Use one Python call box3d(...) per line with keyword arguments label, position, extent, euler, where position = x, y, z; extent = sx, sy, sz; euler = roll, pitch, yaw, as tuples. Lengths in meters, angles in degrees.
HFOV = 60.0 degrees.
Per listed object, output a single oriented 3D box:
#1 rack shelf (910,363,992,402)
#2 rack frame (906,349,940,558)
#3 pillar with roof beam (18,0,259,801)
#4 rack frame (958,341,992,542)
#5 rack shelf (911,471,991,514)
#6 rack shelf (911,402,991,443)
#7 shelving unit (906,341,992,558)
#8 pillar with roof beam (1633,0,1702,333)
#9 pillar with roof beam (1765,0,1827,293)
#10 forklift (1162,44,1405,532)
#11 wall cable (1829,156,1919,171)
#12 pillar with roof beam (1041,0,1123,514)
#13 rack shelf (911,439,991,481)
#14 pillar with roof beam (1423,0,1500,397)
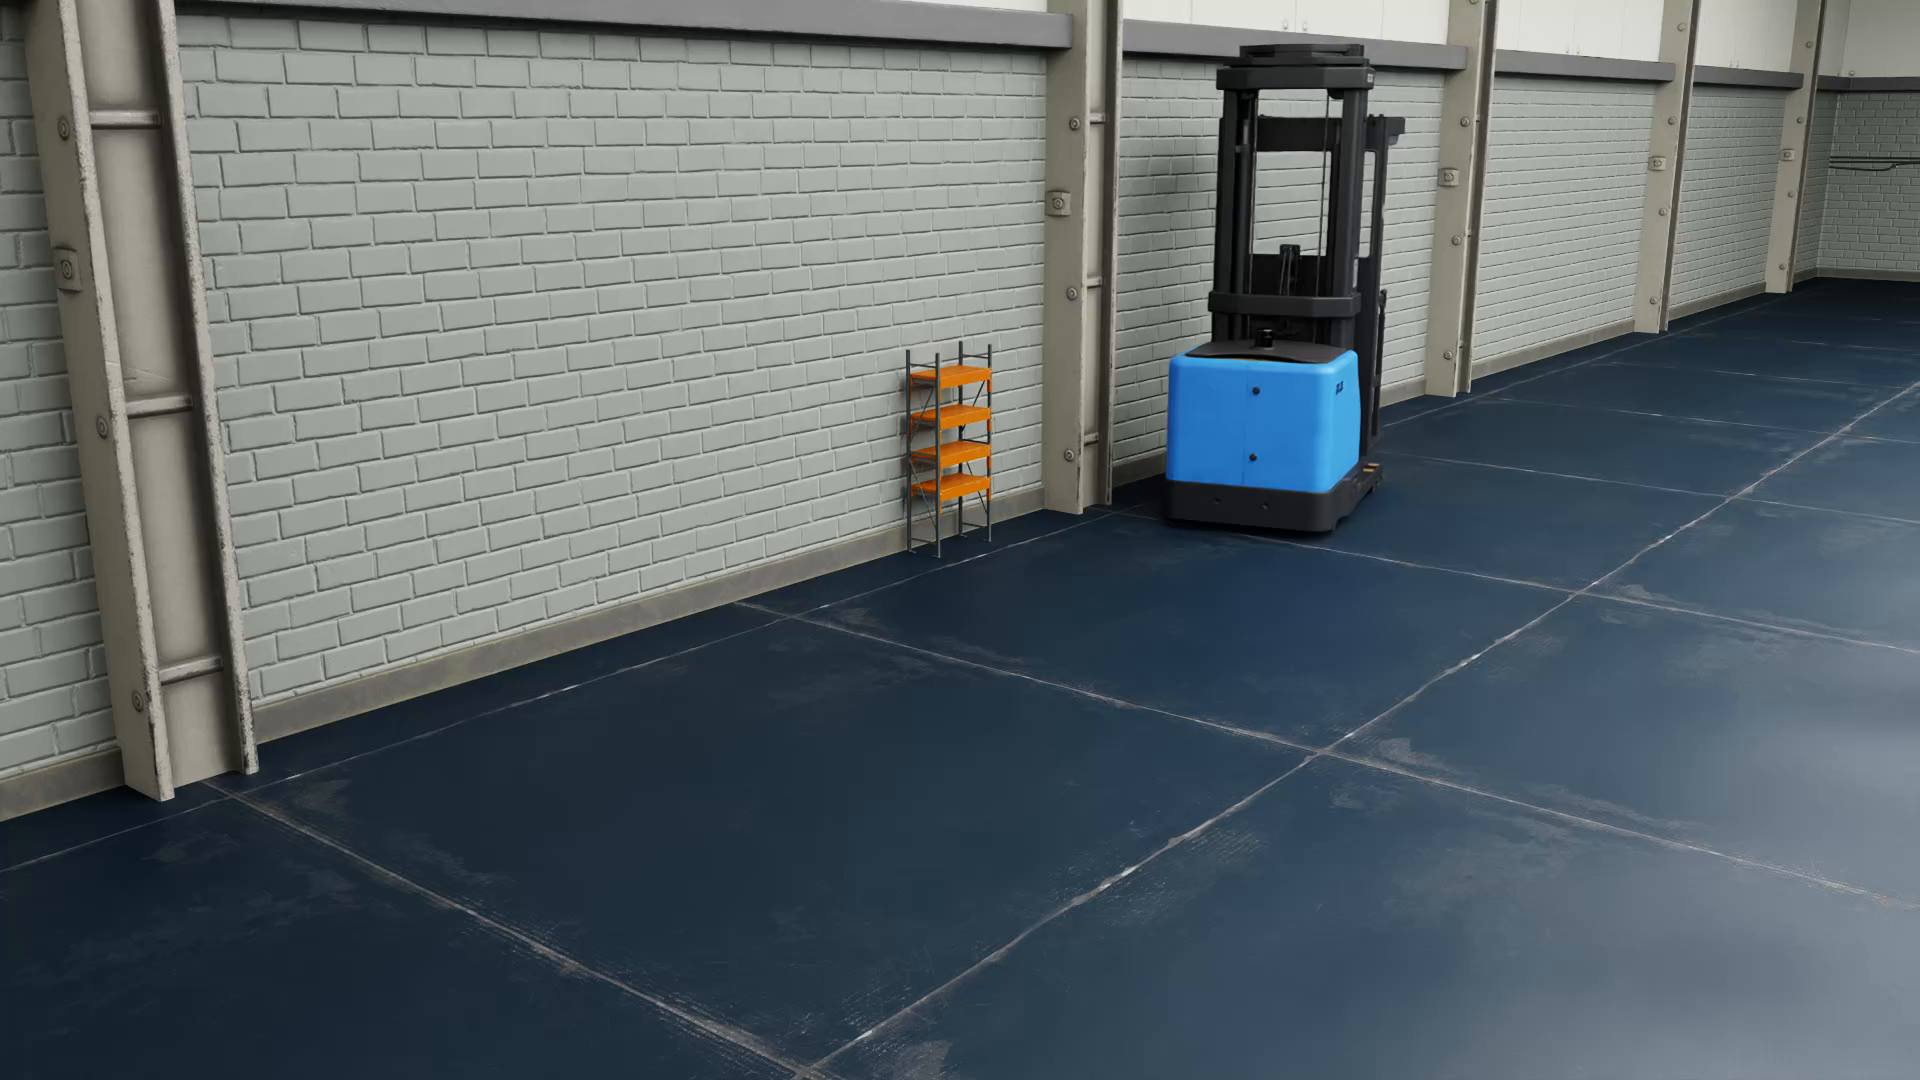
box3d(label="rack shelf", position=(-0.062, -0.923, 9.722), extent=(0.258, 0.148, 0.480), euler=(11, 18, 37))
box3d(label="rack frame", position=(-0.214, -0.495, 9.634), extent=(0.240, 1.200, 0.015), euler=(11, 18, 37))
box3d(label="pillar with roof beam", position=(0.348, -2.773, 2.761), extent=(9.100, 9.000, 0.400), euler=(11, 18, 38))
box3d(label="rack frame", position=(0.089, -0.589, 10.004), extent=(0.240, 1.200, 0.015), euler=(11, 18, 37))
box3d(label="rack shelf", position=(-0.062, -0.285, 9.885), extent=(0.258, 0.148, 0.480), euler=(11, 18, 37))
box3d(label="rack shelf", position=(-0.062, -0.694, 9.781), extent=(0.258, 0.148, 0.480), euler=(11, 18, 37))
box3d(label="shelving unit", position=(-0.062, -0.542, 9.819), extent=(0.258, 1.200, 0.503), euler=(11, 18, 37))
box3d(label="pillar with roof beam", position=(11.661, -6.220, 16.331), extent=(9.100, 9.000, 0.400), euler=(11, 18, 38))
box3d(label="pillar with roof beam", position=(15.432, -7.369, 20.854), extent=(9.100, 9.000, 0.400), euler=(11, 18, 38))
box3d(label="forklift", position=(2.313, -1.785, 11.196), extent=(1.130, 2.935, 3.031), euler=(6, 15, 22))
box3d(label="wall cable", position=(14.964, -6.890, 25.274), extent=(3.097, 2.526, 0.112), euler=(11, 18, 38))
box3d(label="pillar with roof beam", position=(4.119, -3.922, 7.284), extent=(9.100, 9.000, 0.400), euler=(11, 18, 38))
box3d(label="rack shelf", position=(-0.062, -0.477, 9.836), extent=(0.258, 0.148, 0.480), euler=(11, 18, 37))
box3d(label="pillar with roof beam", position=(7.890, -5.071, 11.807), extent=(9.100, 9.000, 0.400), euler=(11, 18, 38))
